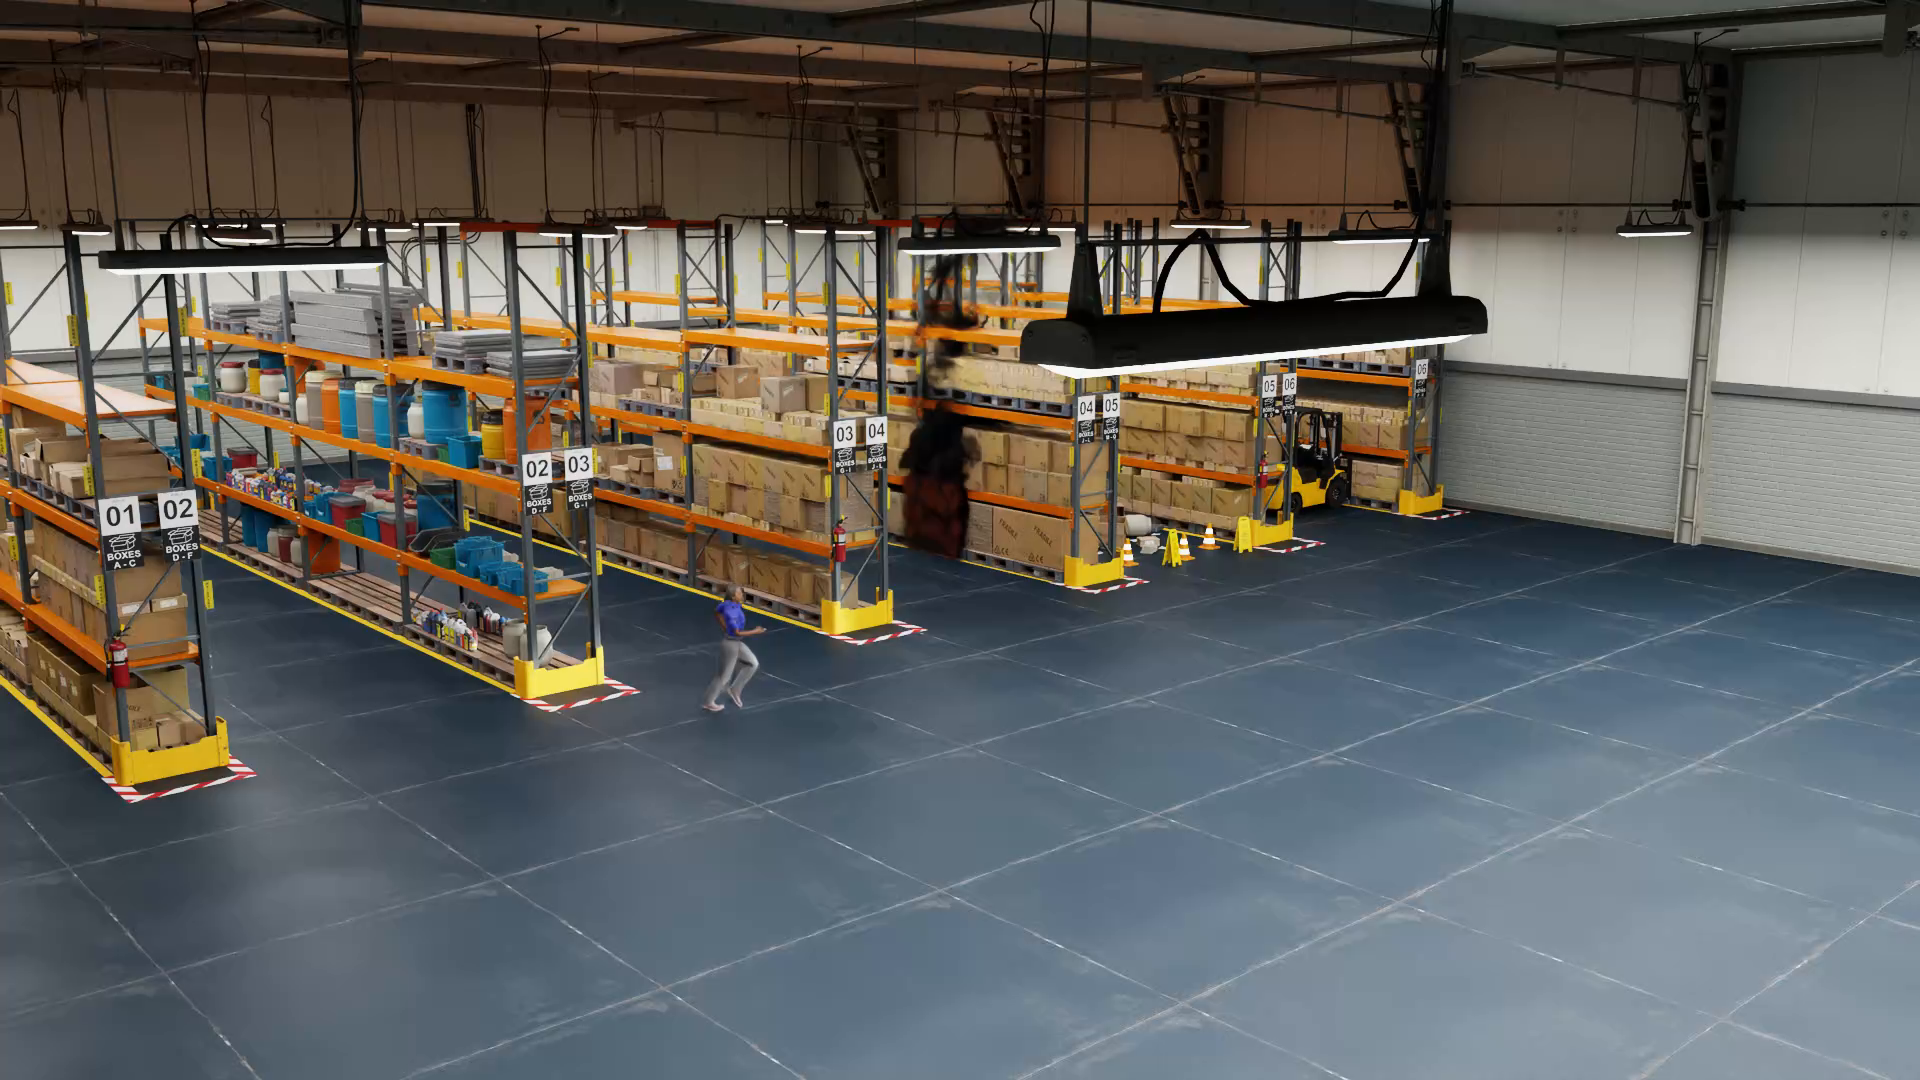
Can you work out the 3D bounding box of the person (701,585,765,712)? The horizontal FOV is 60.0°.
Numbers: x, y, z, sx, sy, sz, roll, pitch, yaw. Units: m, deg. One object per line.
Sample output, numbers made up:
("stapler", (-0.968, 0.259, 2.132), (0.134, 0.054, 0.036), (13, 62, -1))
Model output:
("person", (-2.870, 1.346, 21.017), (0.830, 1.626, 0.592), (-1, 11, -4))
